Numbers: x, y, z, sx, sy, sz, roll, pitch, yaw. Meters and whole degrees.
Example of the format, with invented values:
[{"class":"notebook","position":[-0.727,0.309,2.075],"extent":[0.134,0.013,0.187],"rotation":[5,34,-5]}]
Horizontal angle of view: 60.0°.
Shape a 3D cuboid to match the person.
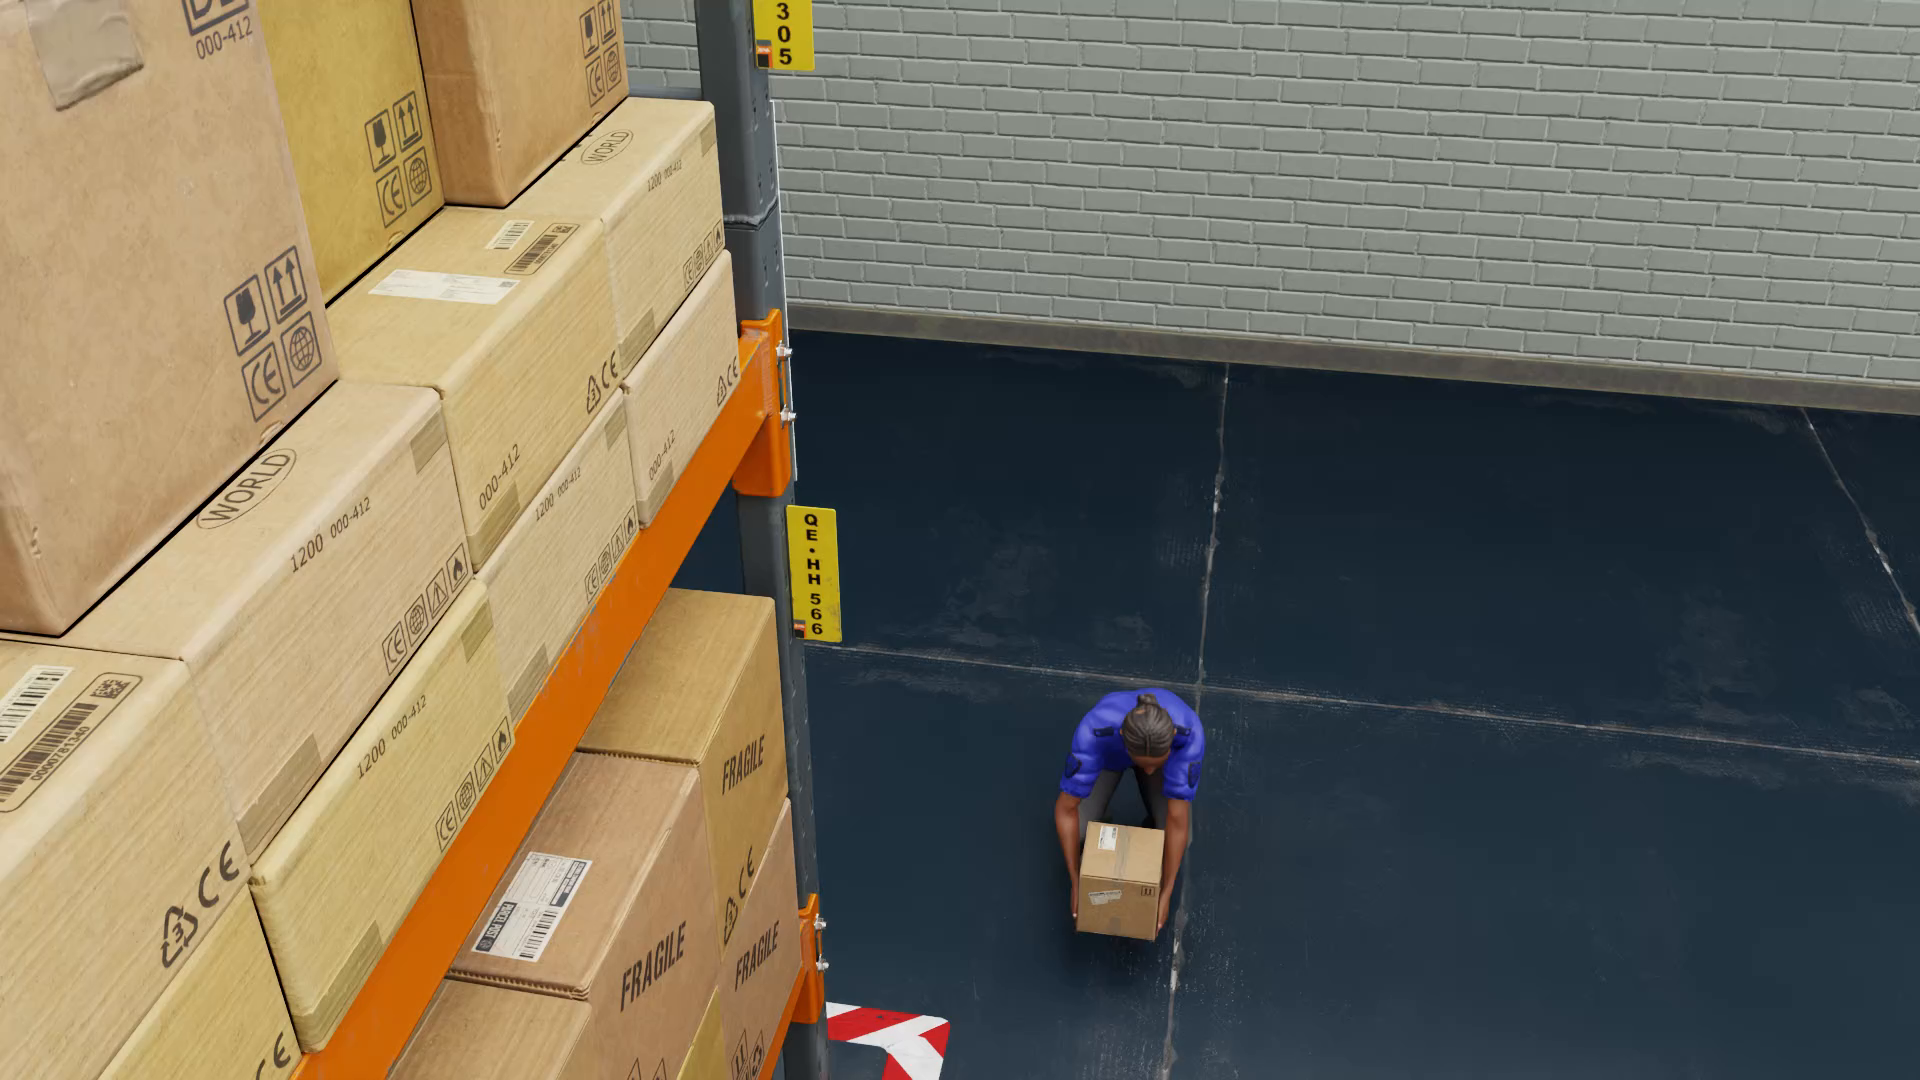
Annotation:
[{"class":"person","position":[0.566,0.812,5.560],"extent":[0.469,0.935,0.827],"rotation":[5,33,7]}]
